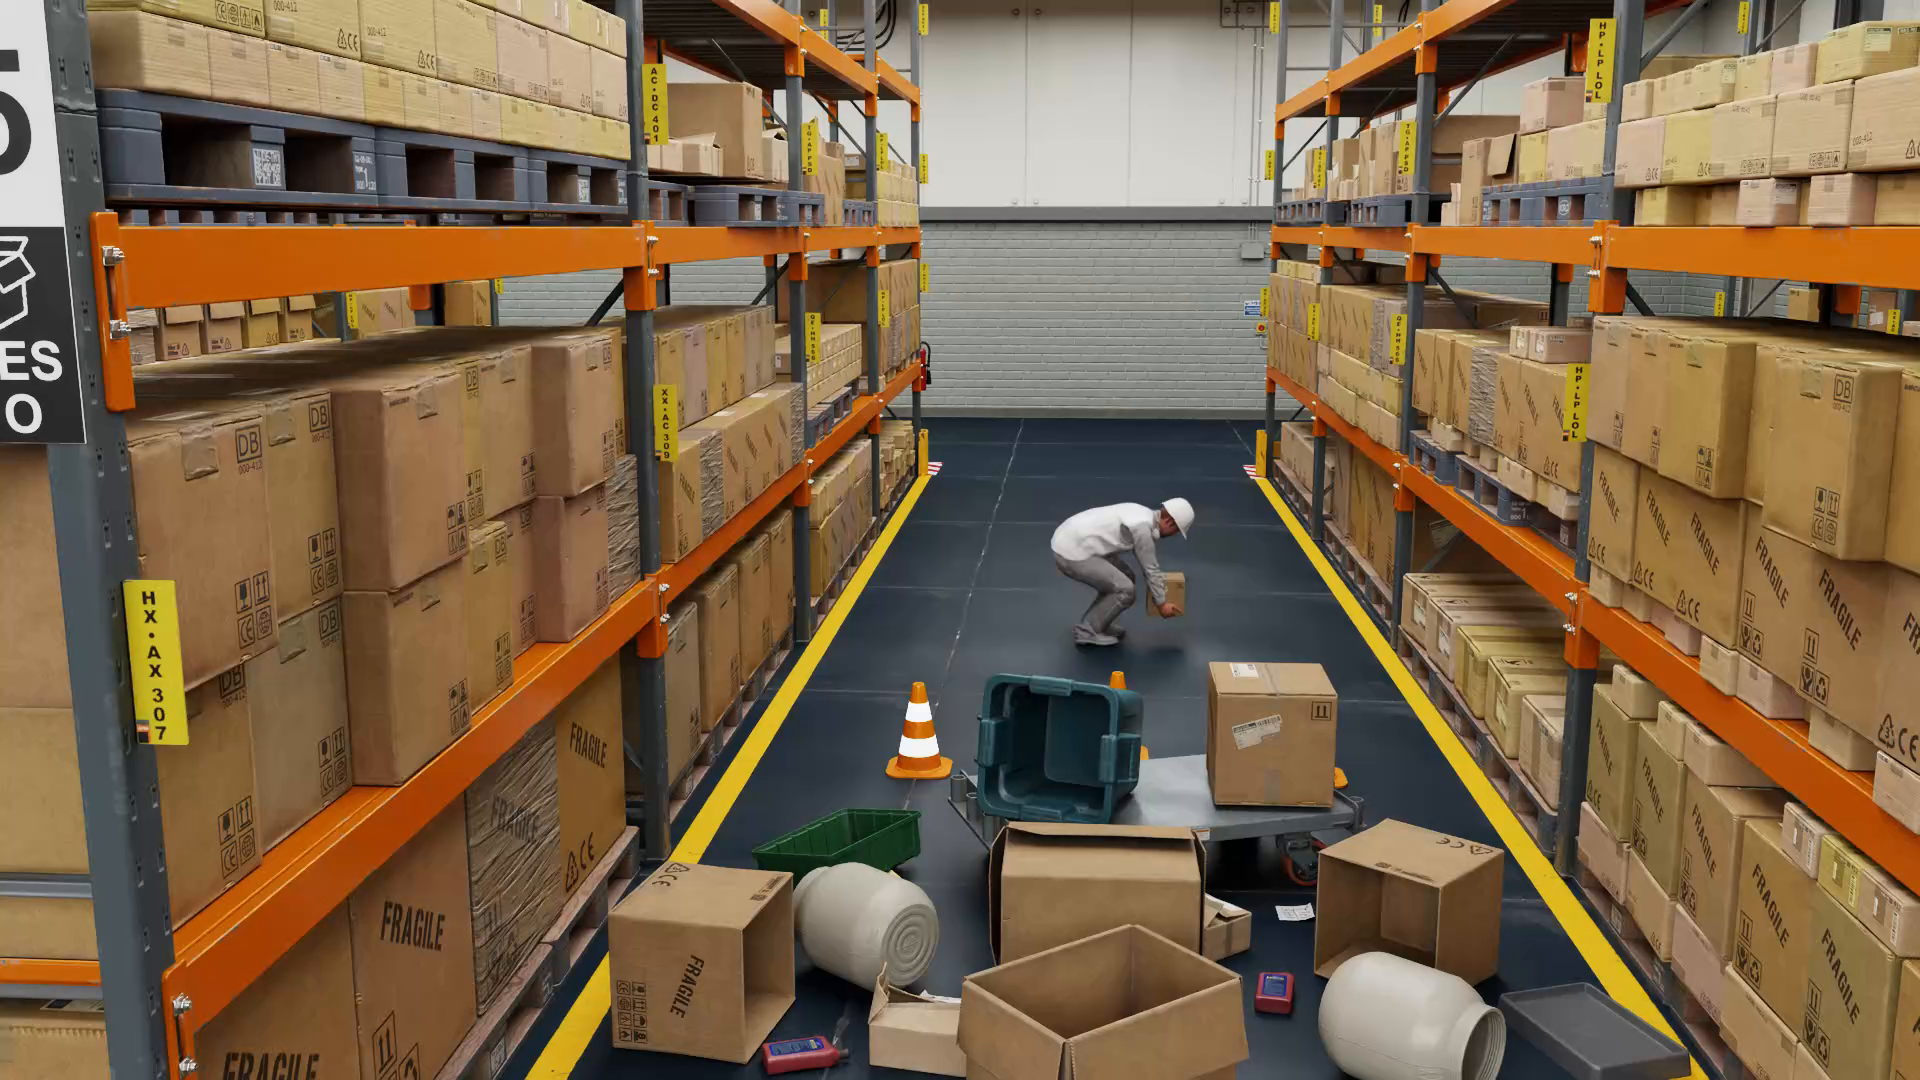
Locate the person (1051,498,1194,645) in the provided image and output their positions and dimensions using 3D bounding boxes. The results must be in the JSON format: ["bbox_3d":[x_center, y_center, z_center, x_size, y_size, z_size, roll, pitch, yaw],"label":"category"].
[{"bbox_3d":[1.108,0.207,11.389,0.973,0.988,0.506,0,11,2],"label":"person"}]
